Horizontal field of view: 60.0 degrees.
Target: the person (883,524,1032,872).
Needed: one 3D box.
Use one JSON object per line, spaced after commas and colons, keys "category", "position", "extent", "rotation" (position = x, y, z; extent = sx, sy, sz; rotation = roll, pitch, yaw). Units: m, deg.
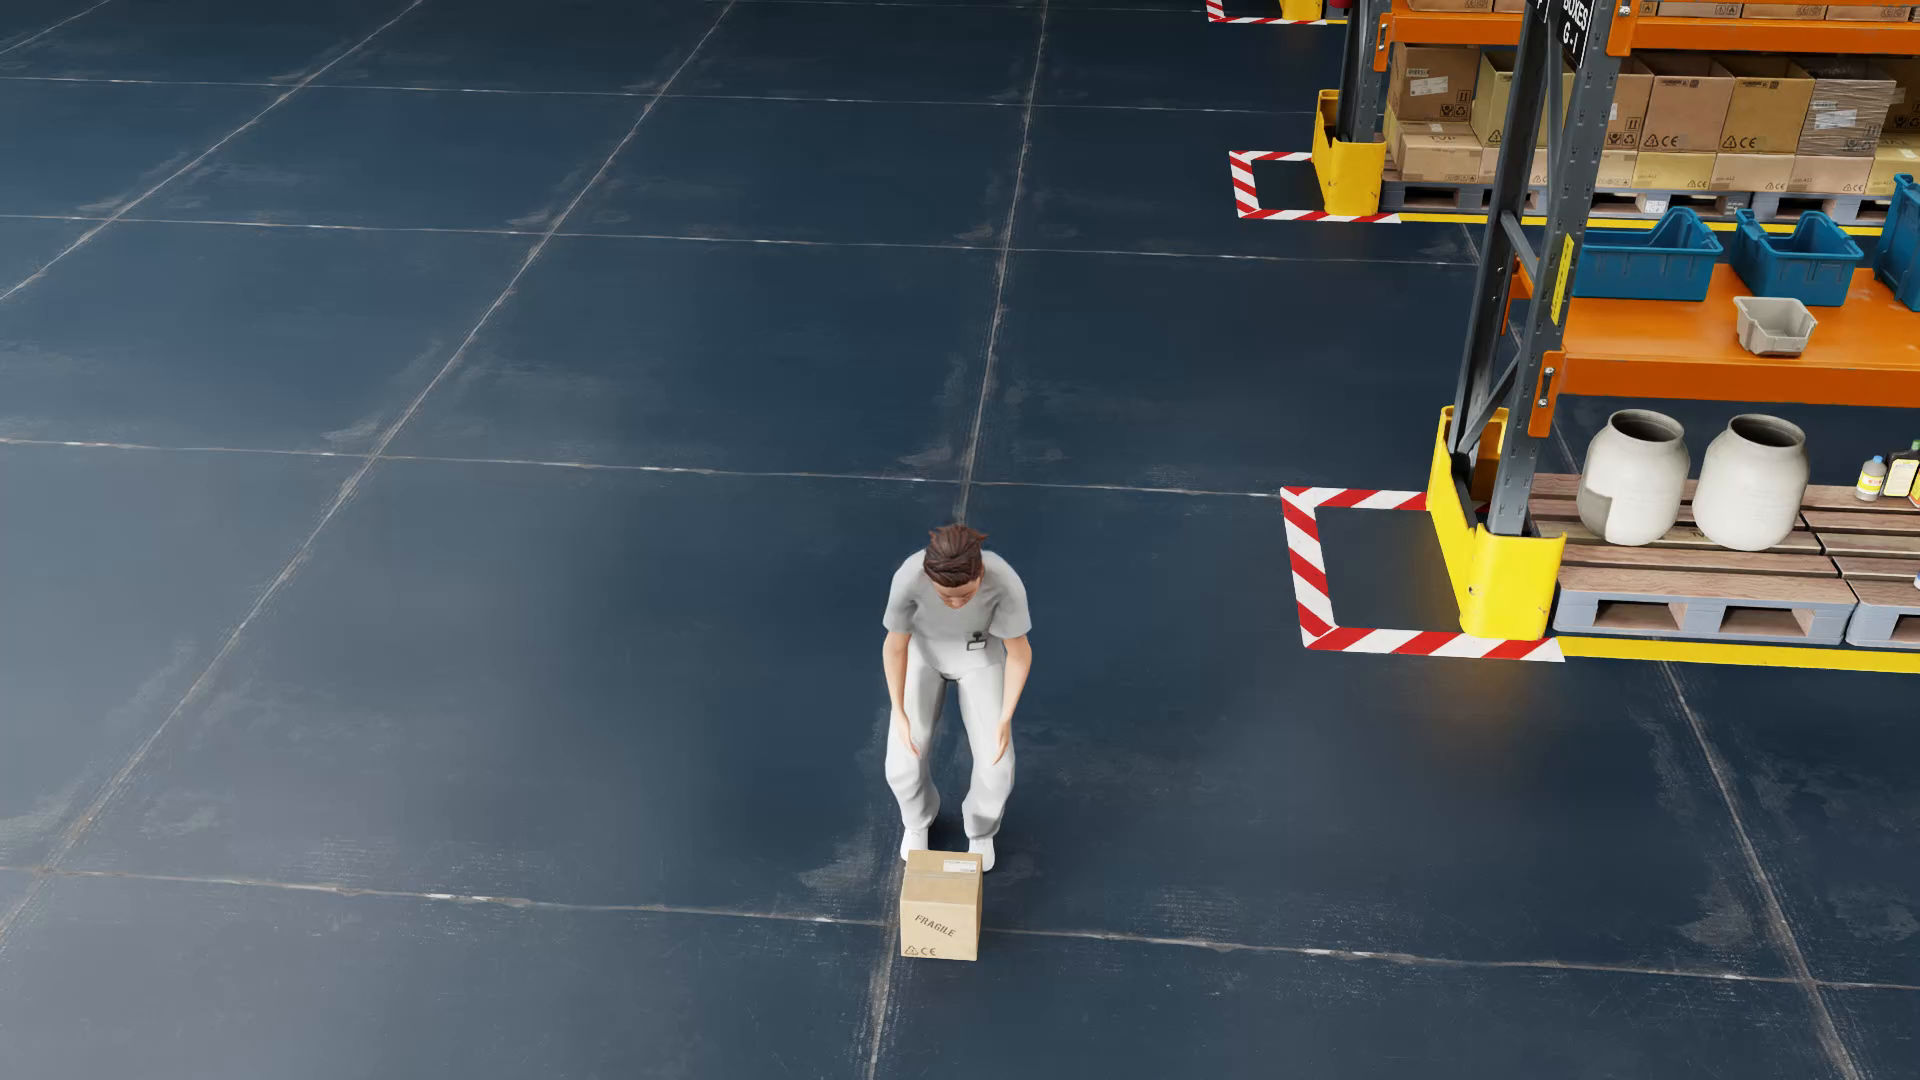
{"category": "person", "position": [-0.004, 0.492, 5.578], "extent": [0.489, 1.444, 0.596], "rotation": [3, 32, 4]}
